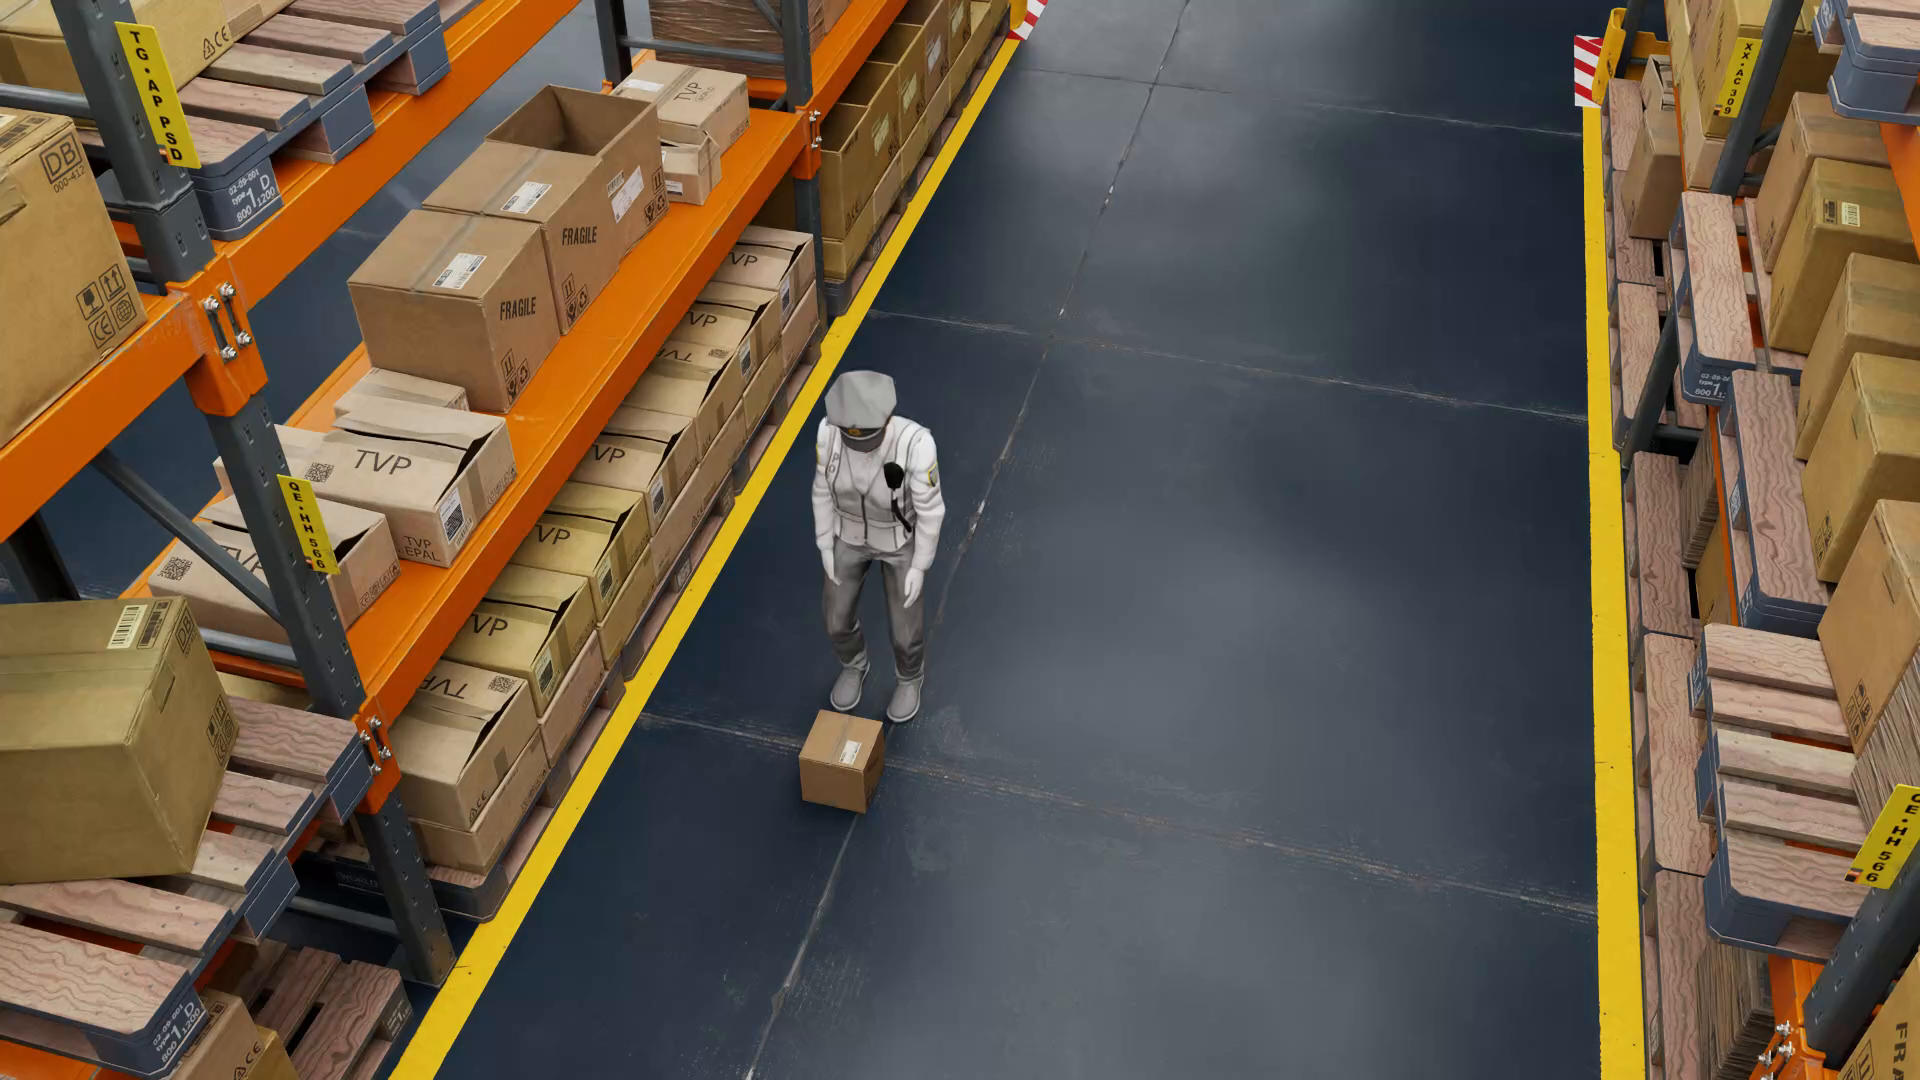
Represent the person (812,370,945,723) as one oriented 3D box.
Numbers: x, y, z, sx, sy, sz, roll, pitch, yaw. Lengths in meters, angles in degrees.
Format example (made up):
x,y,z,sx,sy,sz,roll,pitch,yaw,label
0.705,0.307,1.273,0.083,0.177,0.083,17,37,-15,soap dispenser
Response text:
x,y,z,sx,sy,sz,roll,pitch,yaw,label
-0.302,0.034,6.166,0.504,1.616,0.465,11,42,12,person
